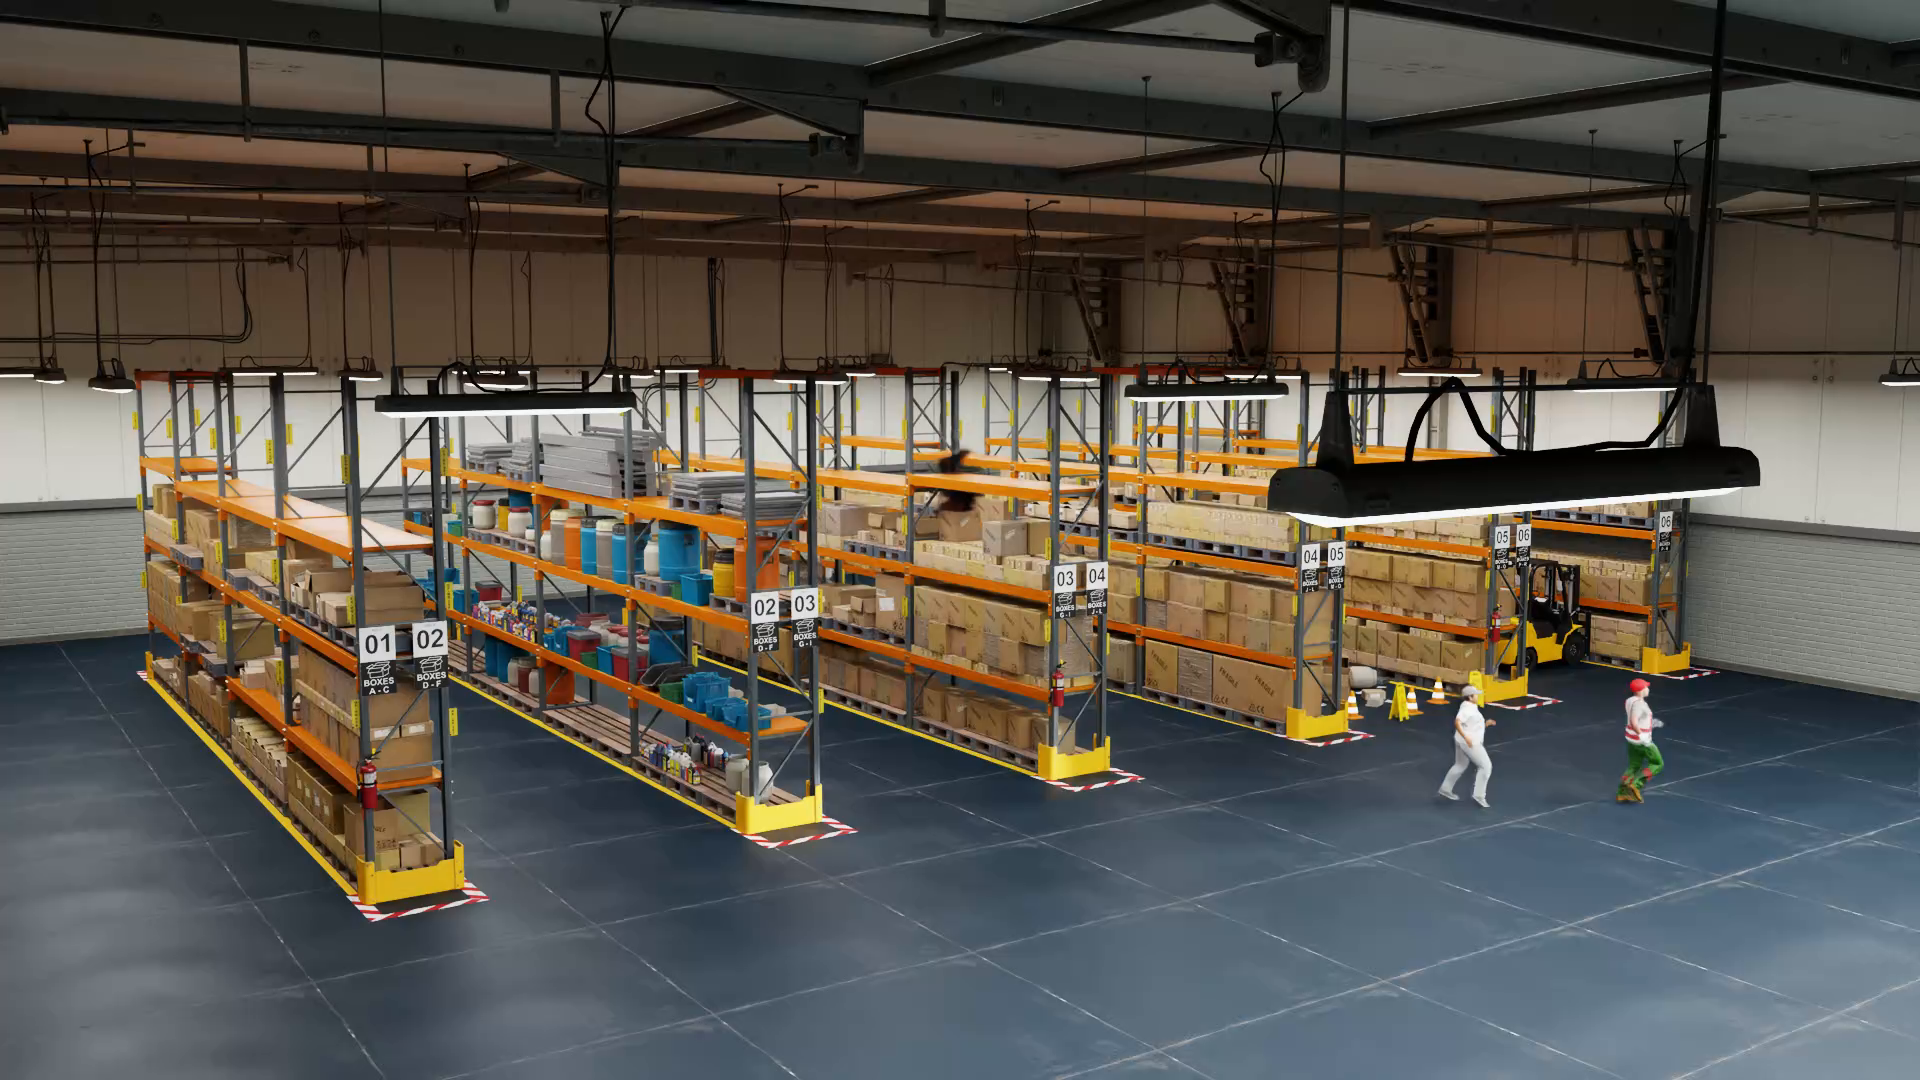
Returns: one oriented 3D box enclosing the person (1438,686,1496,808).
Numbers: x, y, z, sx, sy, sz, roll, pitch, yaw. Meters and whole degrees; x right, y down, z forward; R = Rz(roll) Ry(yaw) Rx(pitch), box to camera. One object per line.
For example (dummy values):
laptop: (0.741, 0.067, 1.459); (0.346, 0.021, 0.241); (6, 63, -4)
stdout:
person: (7.109, 2.891, 23.269); (0.750, 1.729, 0.577); (0, 6, 2)

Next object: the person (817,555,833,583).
person: (-3.395, 0.721, 42.060); (0.983, 1.811, 0.723); (-5, 8, -39)

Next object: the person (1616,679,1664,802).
person: (9.584, 2.810, 23.345); (0.650, 1.743, 0.646); (0, 6, -3)
